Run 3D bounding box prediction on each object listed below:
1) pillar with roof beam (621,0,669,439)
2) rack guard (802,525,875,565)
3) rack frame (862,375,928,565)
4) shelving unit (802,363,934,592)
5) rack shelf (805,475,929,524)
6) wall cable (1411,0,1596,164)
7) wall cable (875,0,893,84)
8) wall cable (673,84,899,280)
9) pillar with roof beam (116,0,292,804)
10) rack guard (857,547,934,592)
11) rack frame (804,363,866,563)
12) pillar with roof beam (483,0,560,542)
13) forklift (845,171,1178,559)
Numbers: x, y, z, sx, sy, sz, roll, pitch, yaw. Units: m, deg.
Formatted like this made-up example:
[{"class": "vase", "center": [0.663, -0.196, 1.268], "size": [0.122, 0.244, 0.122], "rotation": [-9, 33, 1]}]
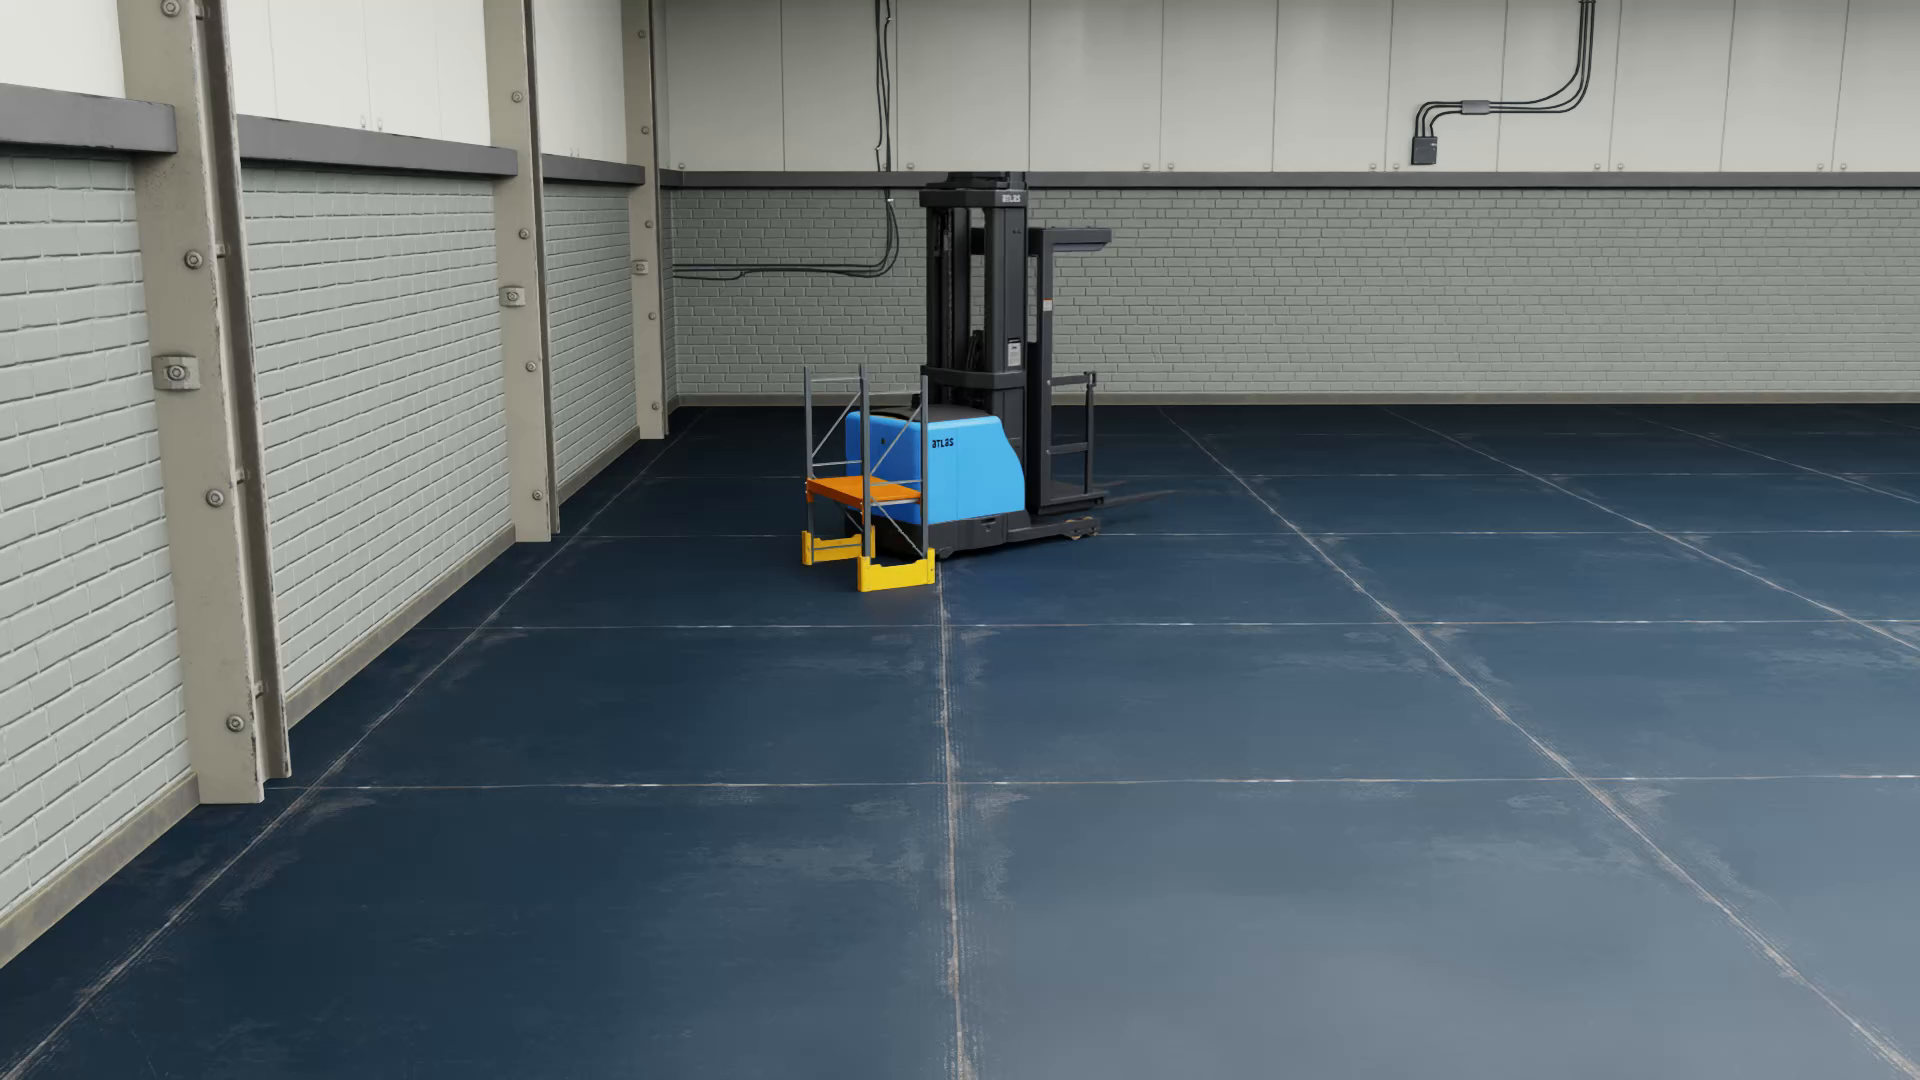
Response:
[{"class": "pillar with roof beam", "center": [0.690, -5.647, 18.761], "size": [9.100, 9.000, 0.400], "rotation": [0, 11, -1]}, {"class": "rack guard", "center": [-0.929, 0.035, 12.756], "size": [0.587, 0.250, 0.087], "rotation": [-6, 13, -28]}, {"class": "rack frame", "center": [-0.455, -0.403, 11.771], "size": [0.500, 1.500, 0.032], "rotation": [-6, 13, -28]}, {"class": "shelving unit", "center": [-0.692, -0.490, 12.202], "size": [0.587, 1.500, 1.083], "rotation": [-6, 13, -28]}, {"class": "rack shelf", "center": [-0.697, -0.315, 12.245], "size": [0.538, 0.185, 1.000], "rotation": [-6, 13, -28]}, {"class": "wall cable", "center": [7.139, -7.923, 21.425], "size": [2.305, 6.003, 0.169], "rotation": [0, 11, -1]}, {"class": "wall cable", "center": [0.352, -7.185, 21.448], "size": [3.097, 2.526, 0.112], "rotation": [0, 11, -1]}, {"class": "wall cable", "center": [-2.353, -4.699, 21.895], "size": [3.097, 2.526, 0.112], "rotation": [0, 11, -1]}, {"class": "pillar with roof beam", "center": [0.938, -3.262, 7.003], "size": [9.100, 9.000, 0.400], "rotation": [0, 11, -1]}, {"class": "rack guard", "center": [-0.456, 0.210, 11.896], "size": [0.587, 0.250, 0.087], "rotation": [-6, 13, -28]}, {"class": "rack frame", "center": [-0.938, -0.580, 12.648], "size": [0.500, 1.500, 0.032], "rotation": [-6, 13, -28]}, {"class": "pillar with roof beam", "center": [0.814, -4.454, 12.882], "size": [9.100, 9.000, 0.400], "rotation": [0, 11, -1]}, {"class": "forklift", "center": [0.535, -1.509, 13.624], "size": [3.031, 2.935, 1.130], "rotation": [-9, 15, -39]}]
